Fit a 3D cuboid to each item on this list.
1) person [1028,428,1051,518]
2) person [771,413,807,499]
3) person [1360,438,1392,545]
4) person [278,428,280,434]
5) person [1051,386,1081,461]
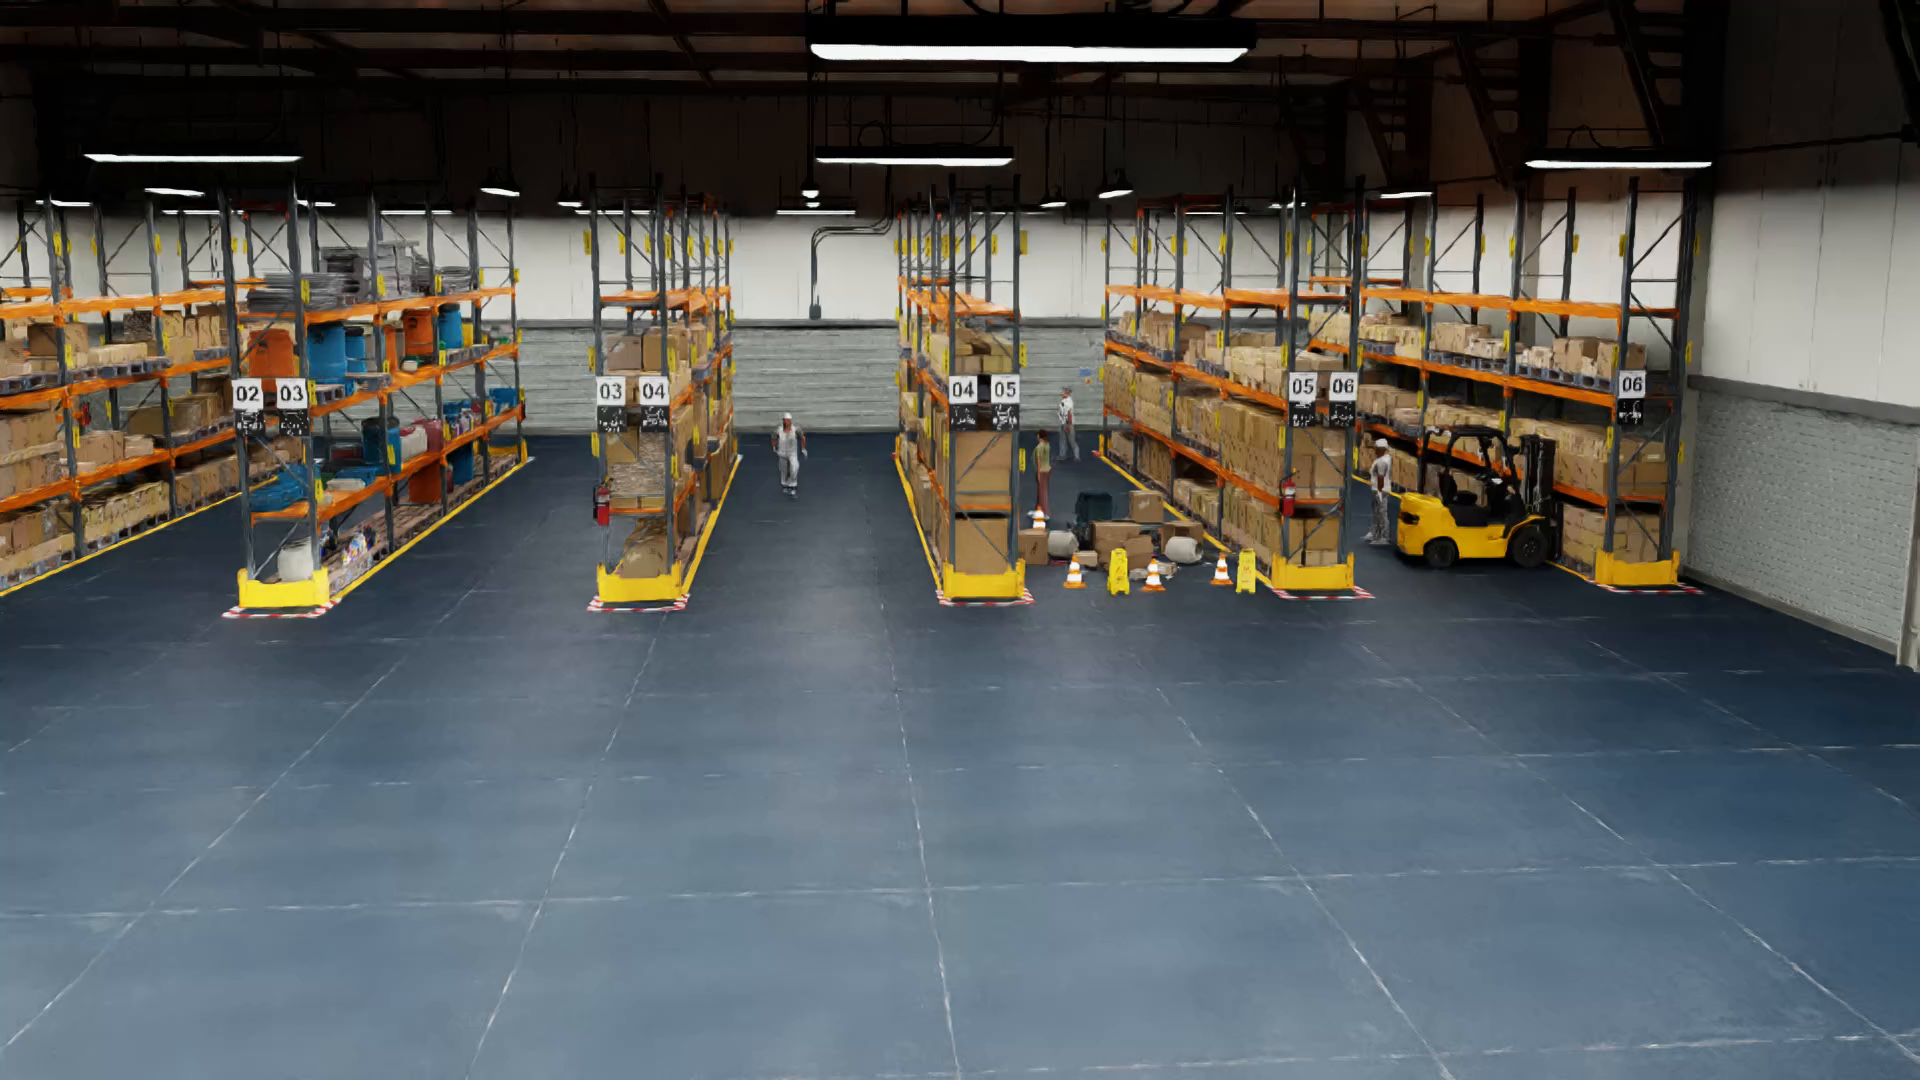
[{"bbox_3d":[1.476,-1.249,30.888,0.477,1.675,0.493,5,11,26],"label":"person"},{"bbox_3d":[-3.441,-1.711,33.415,0.703,1.722,0.835,0,10,0],"label":"person"},{"bbox_3d":[7.066,-0.833,28.192,0.505,1.787,0.618,3,11,19],"label":"person"},{"bbox_3d":[-16.937,-3.169,41.878,0.482,1.621,0.989,1,10,4],"label":"person"},{"bbox_3d":[2.508,-2.748,39.221,0.634,1.743,0.780,-2,10,-10],"label":"person"}]
